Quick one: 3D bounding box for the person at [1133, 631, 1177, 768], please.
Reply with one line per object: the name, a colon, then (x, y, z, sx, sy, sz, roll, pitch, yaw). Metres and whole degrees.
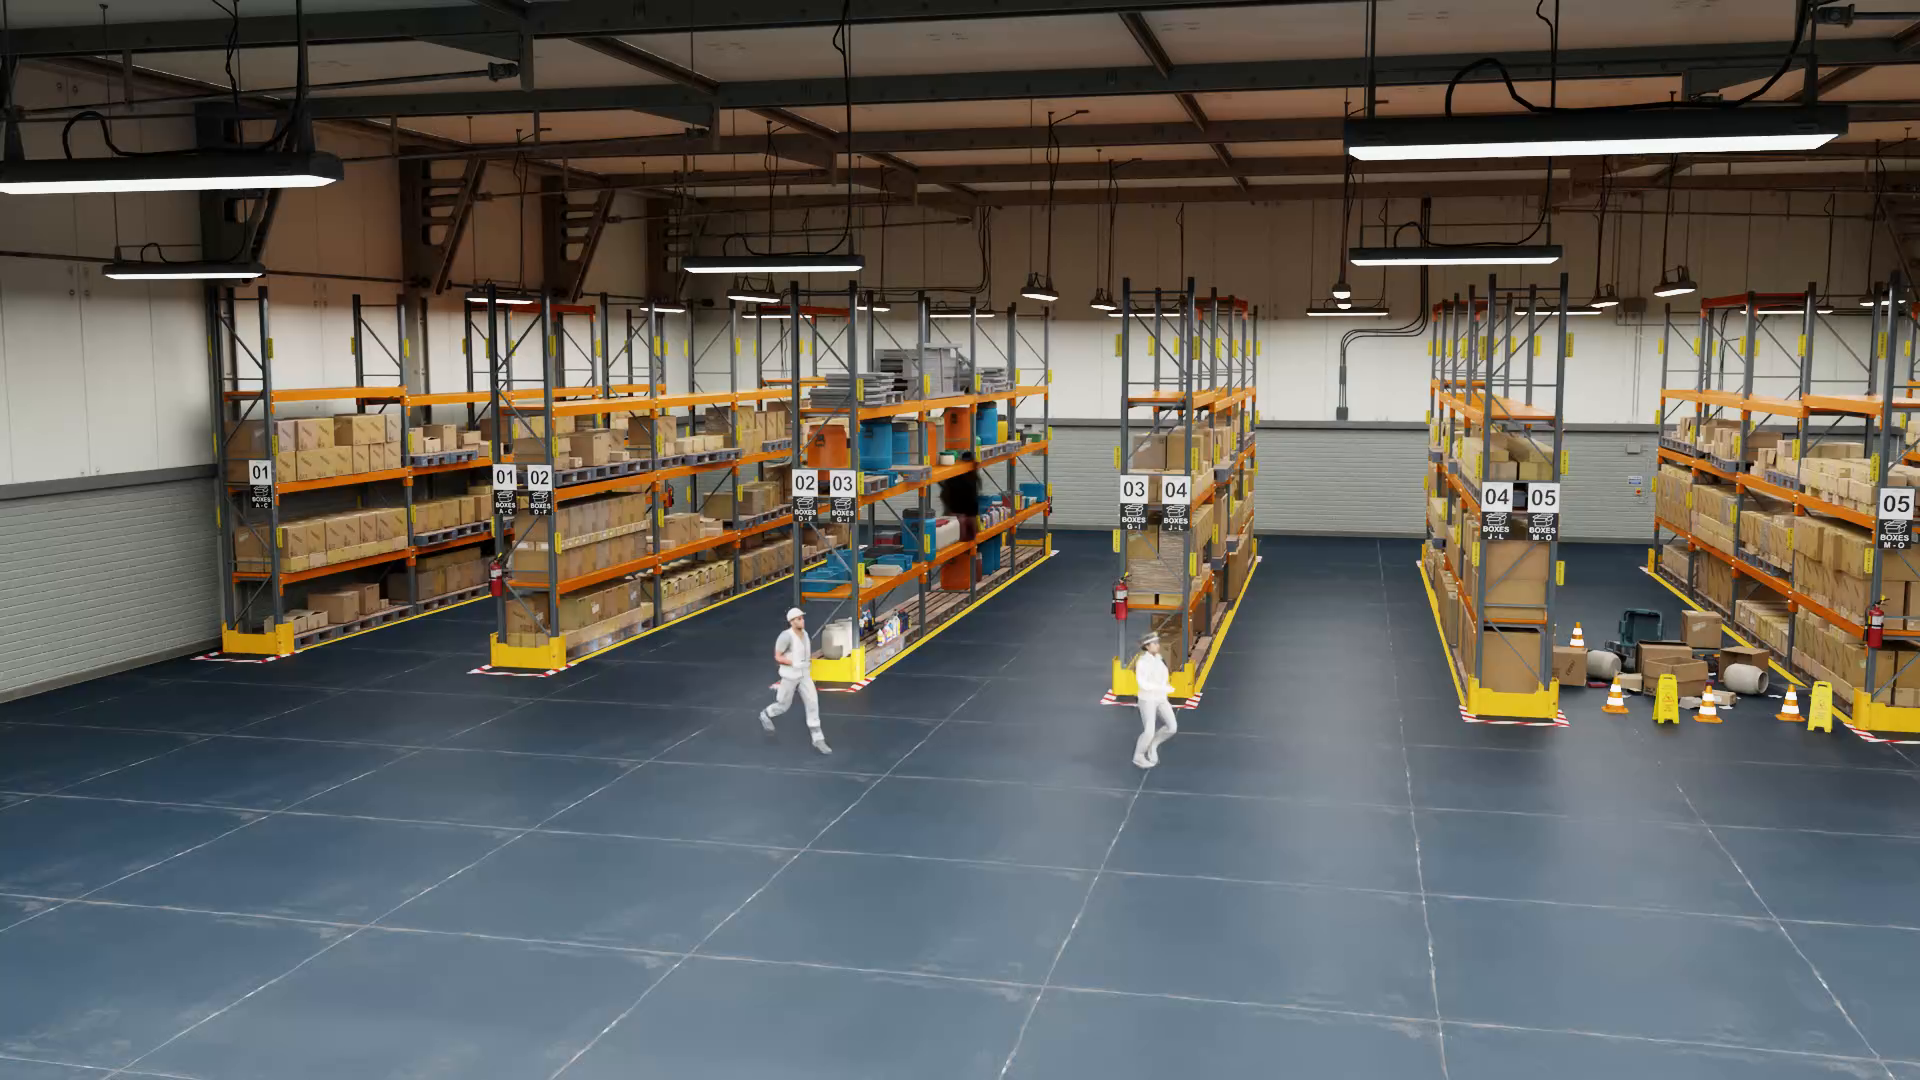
person: (2.325, 1.902, 19.784, 0.597, 1.659, 0.584, 6, 9, 44)

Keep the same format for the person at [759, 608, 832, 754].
person: (-2.101, 1.736, 20.819, 1.163, 1.791, 0.623, 6, 9, 43)

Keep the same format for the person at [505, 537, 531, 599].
person: (-8.151, 0.746, 30.836, 0.560, 1.469, 0.605, 1, 7, 10)
